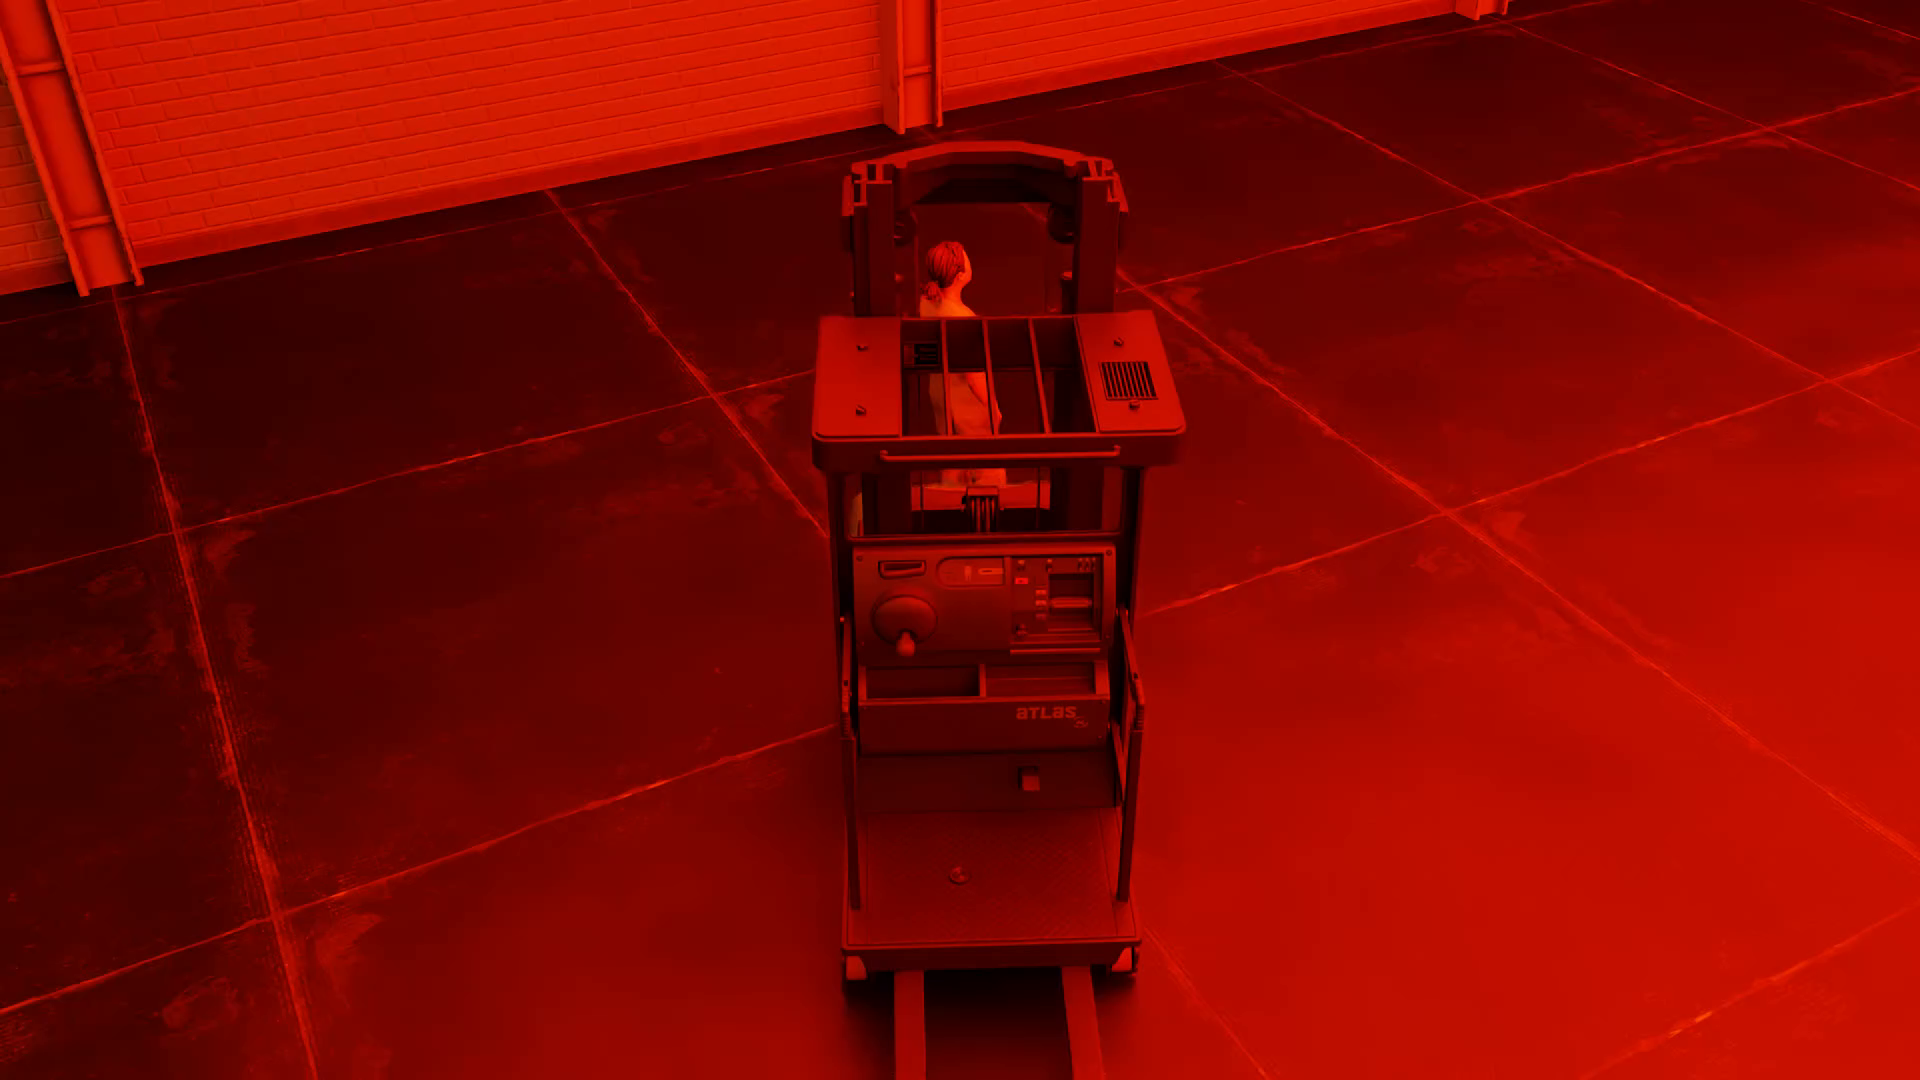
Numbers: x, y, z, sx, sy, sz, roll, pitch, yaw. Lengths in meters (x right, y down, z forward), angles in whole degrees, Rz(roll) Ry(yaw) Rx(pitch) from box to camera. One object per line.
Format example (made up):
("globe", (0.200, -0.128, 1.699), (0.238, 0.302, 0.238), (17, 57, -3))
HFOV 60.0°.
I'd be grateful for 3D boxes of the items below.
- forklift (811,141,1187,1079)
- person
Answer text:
("forklift", (0.099, 0.277, 5.731), (1.130, 2.935, 3.031), (-1, 35, -2))
("person", (0.071, -0.703, 8.193), (0.549, 1.675, 0.549), (-17, 39, -23))
